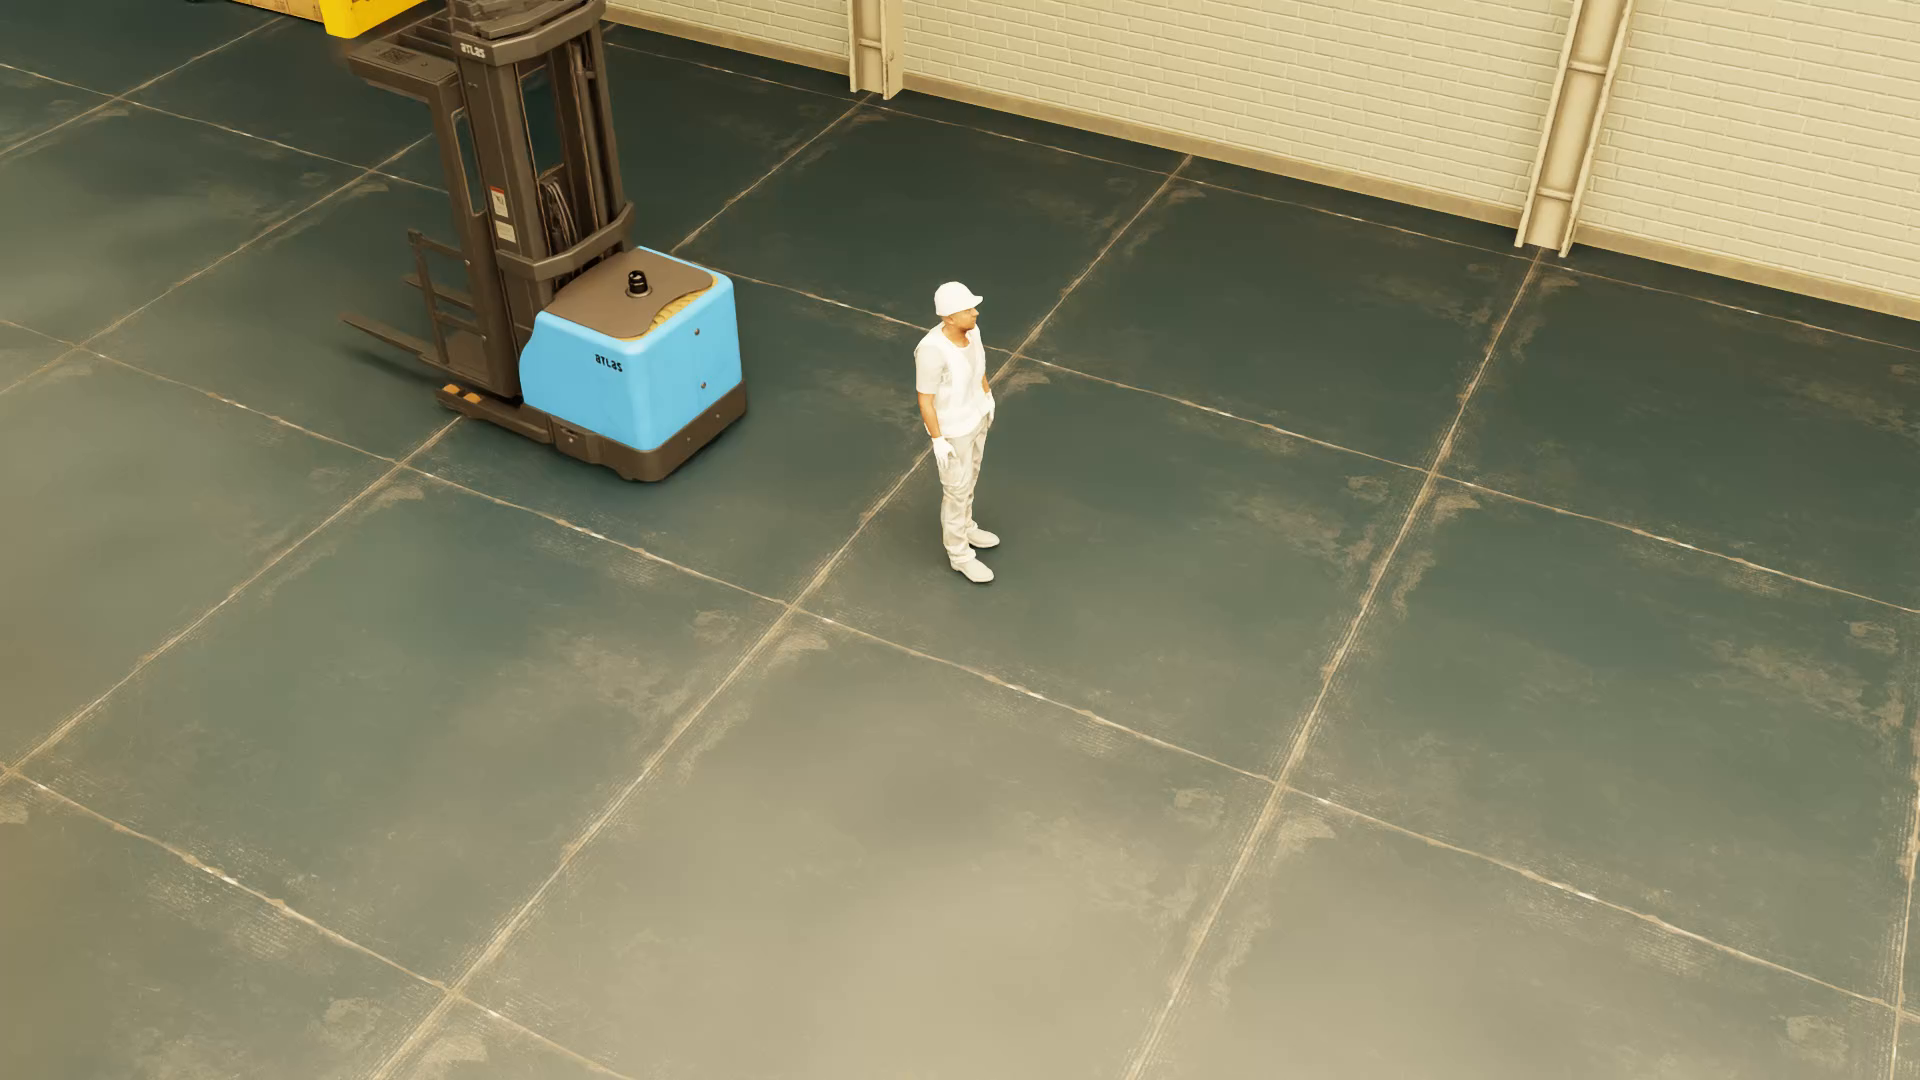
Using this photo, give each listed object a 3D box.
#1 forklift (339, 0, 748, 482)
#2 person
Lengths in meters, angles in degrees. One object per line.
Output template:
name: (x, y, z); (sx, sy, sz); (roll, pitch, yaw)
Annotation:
forklift: (-2.954, -2.210, 10.611); (3.031, 2.935, 1.130); (22, 45, 24)
person: (0.061, -0.661, 9.652); (0.575, 1.785, 0.657); (18, 43, 21)
